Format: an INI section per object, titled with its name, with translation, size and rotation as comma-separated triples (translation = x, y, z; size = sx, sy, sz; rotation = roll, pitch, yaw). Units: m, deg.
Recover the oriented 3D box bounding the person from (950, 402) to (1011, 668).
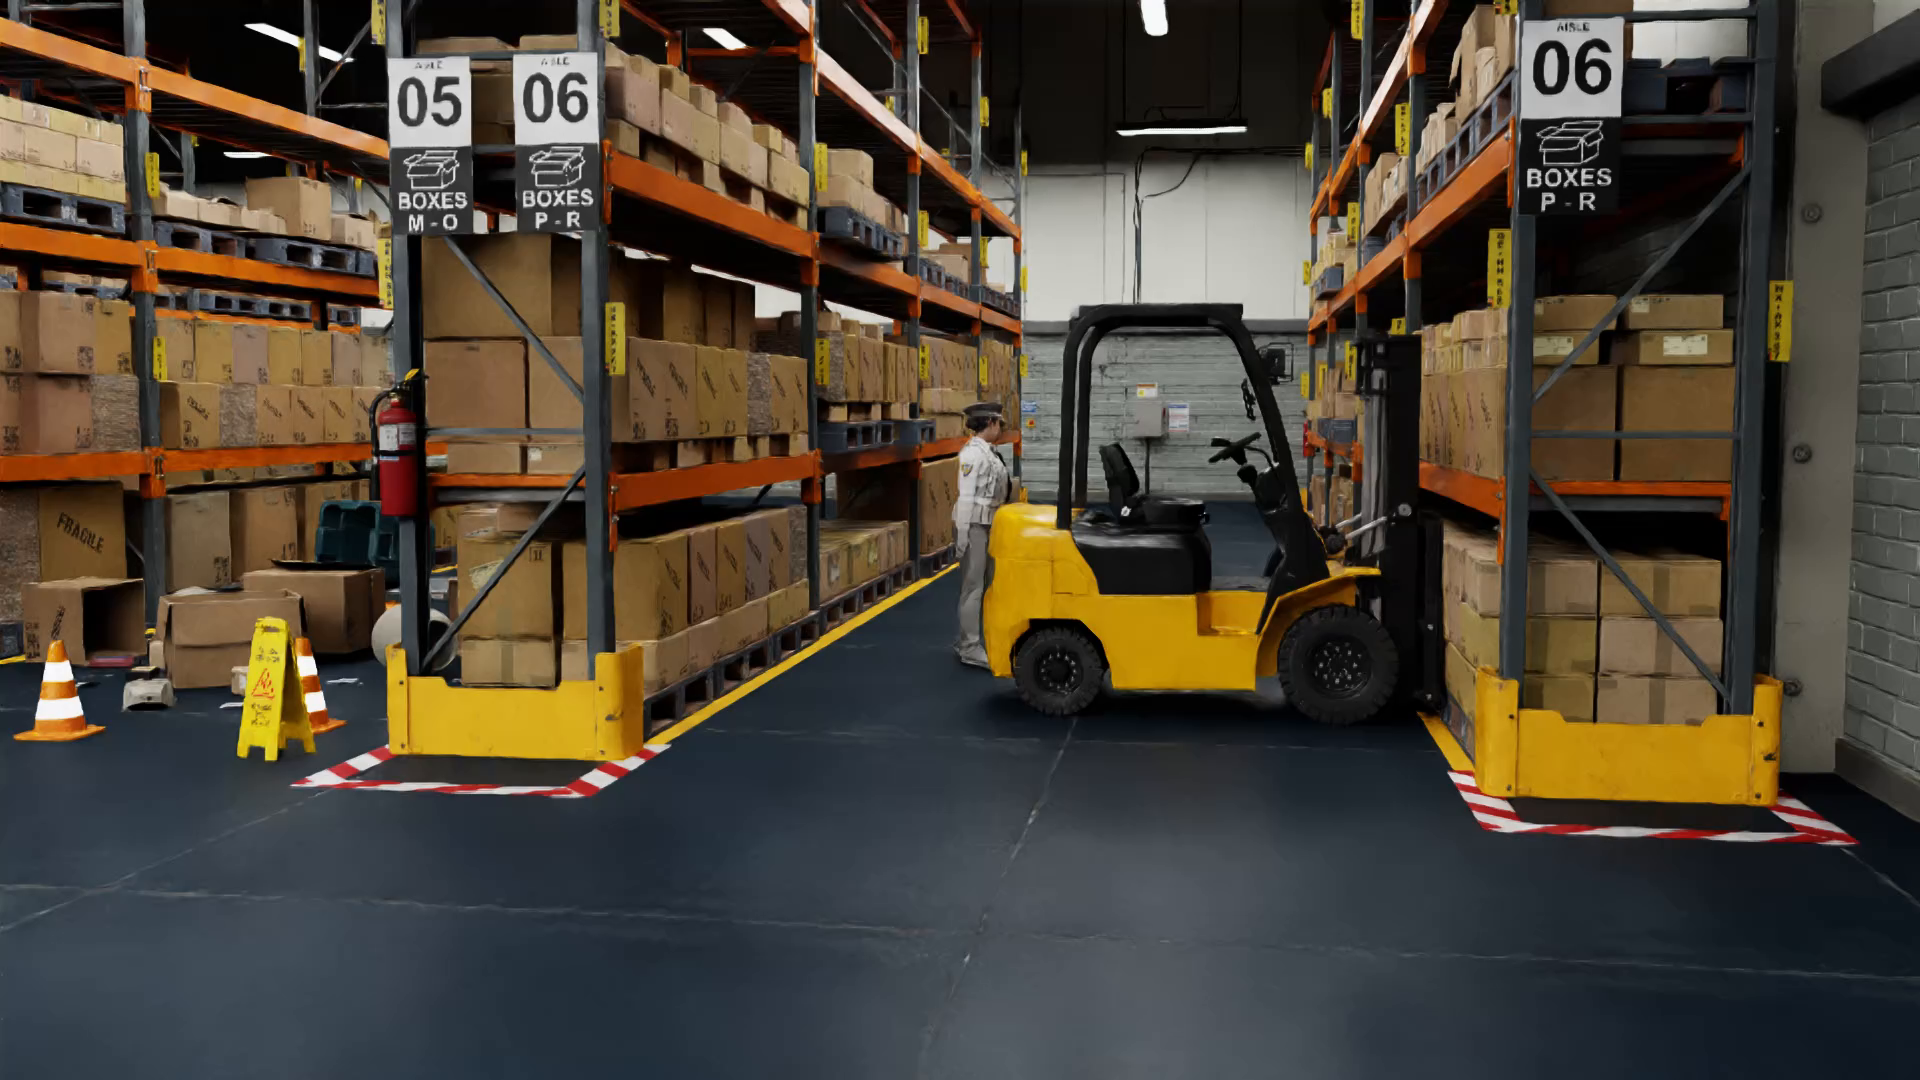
[person]
translation = 0.132, -0.049, 10.540
size = 0.540, 1.646, 0.604
rotation = 2, 5, 26
